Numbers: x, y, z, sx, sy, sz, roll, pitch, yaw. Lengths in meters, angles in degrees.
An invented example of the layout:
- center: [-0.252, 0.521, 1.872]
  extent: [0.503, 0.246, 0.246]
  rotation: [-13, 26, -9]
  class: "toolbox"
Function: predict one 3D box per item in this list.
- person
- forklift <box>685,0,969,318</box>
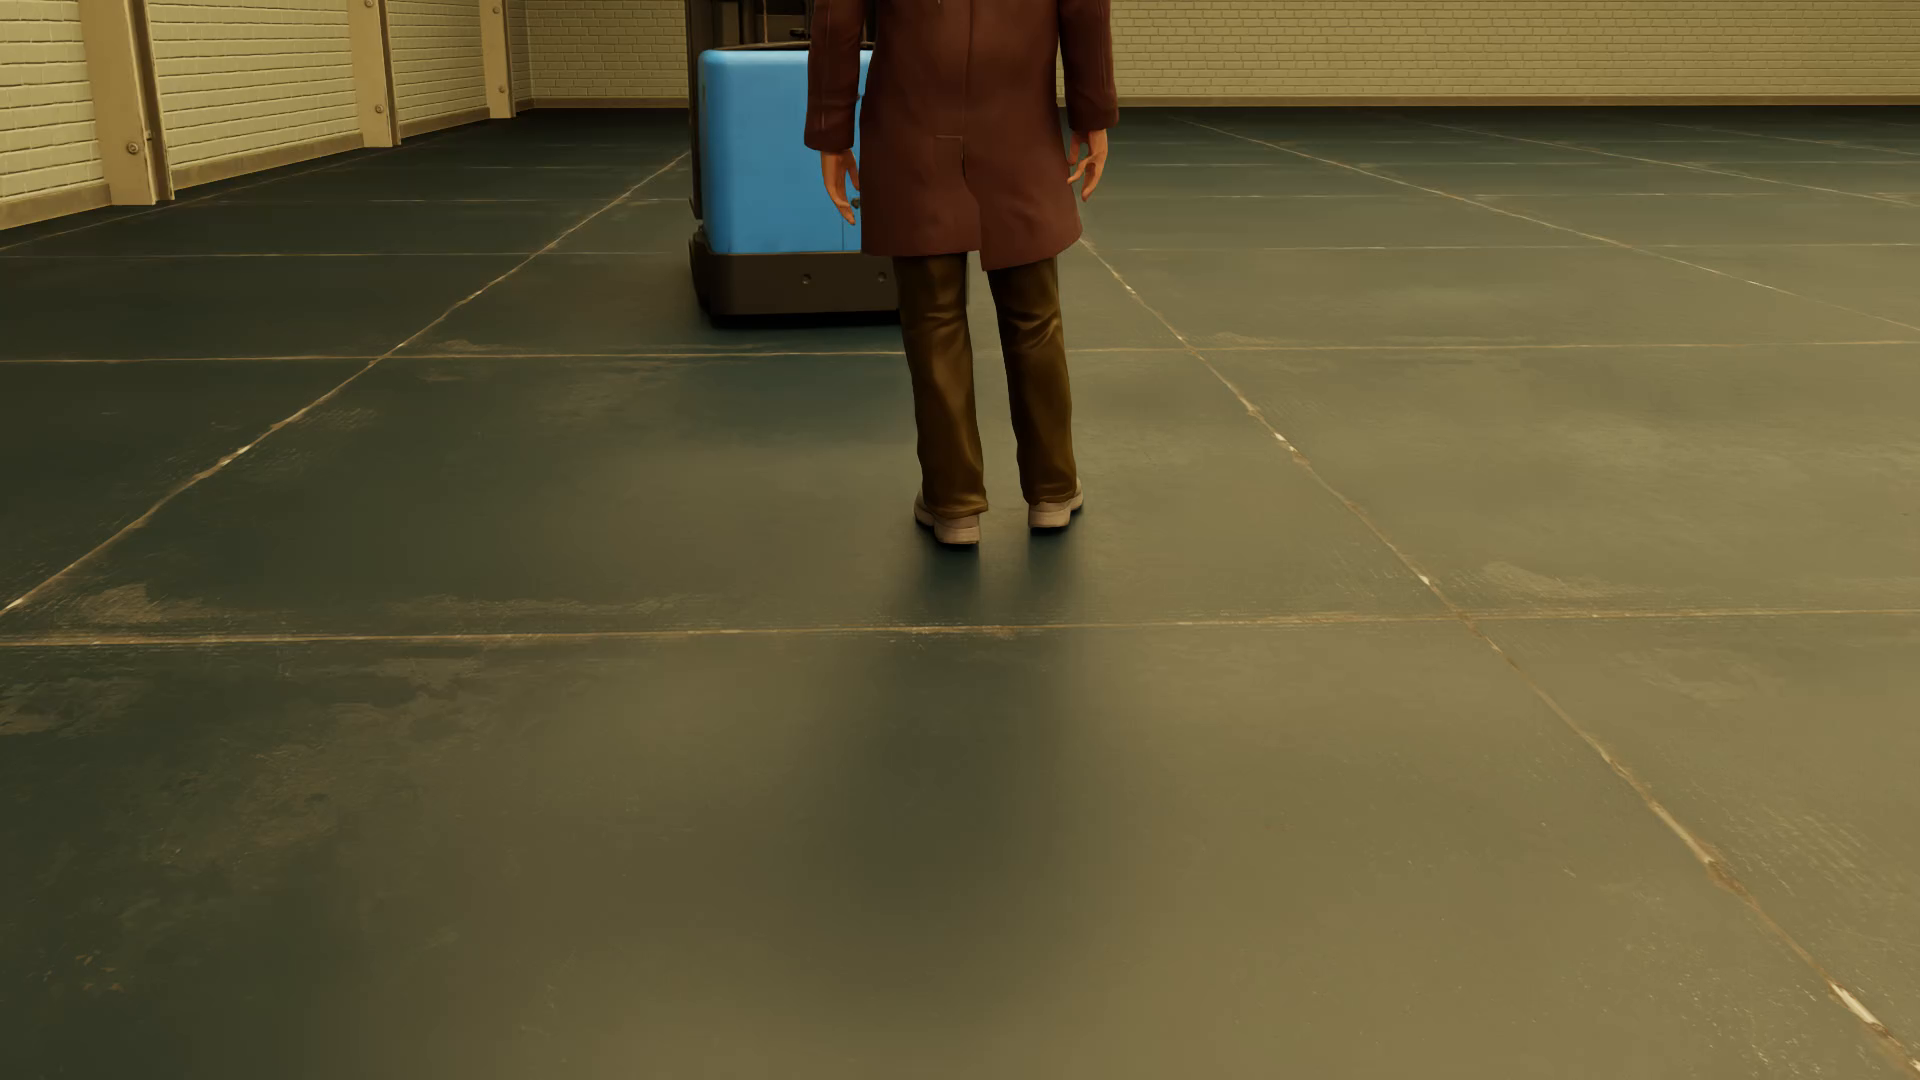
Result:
- center: [0.000, -0.884, 3.743]
  extent: [0.696, 1.776, 0.582]
  rotation: [-1, 17, -3]
  class: "person"
- center: [-0.738, -2.681, 7.671]
  extent: [1.130, 2.935, 3.031]
  rotation: [-3, 17, -10]
  class: "forklift"
